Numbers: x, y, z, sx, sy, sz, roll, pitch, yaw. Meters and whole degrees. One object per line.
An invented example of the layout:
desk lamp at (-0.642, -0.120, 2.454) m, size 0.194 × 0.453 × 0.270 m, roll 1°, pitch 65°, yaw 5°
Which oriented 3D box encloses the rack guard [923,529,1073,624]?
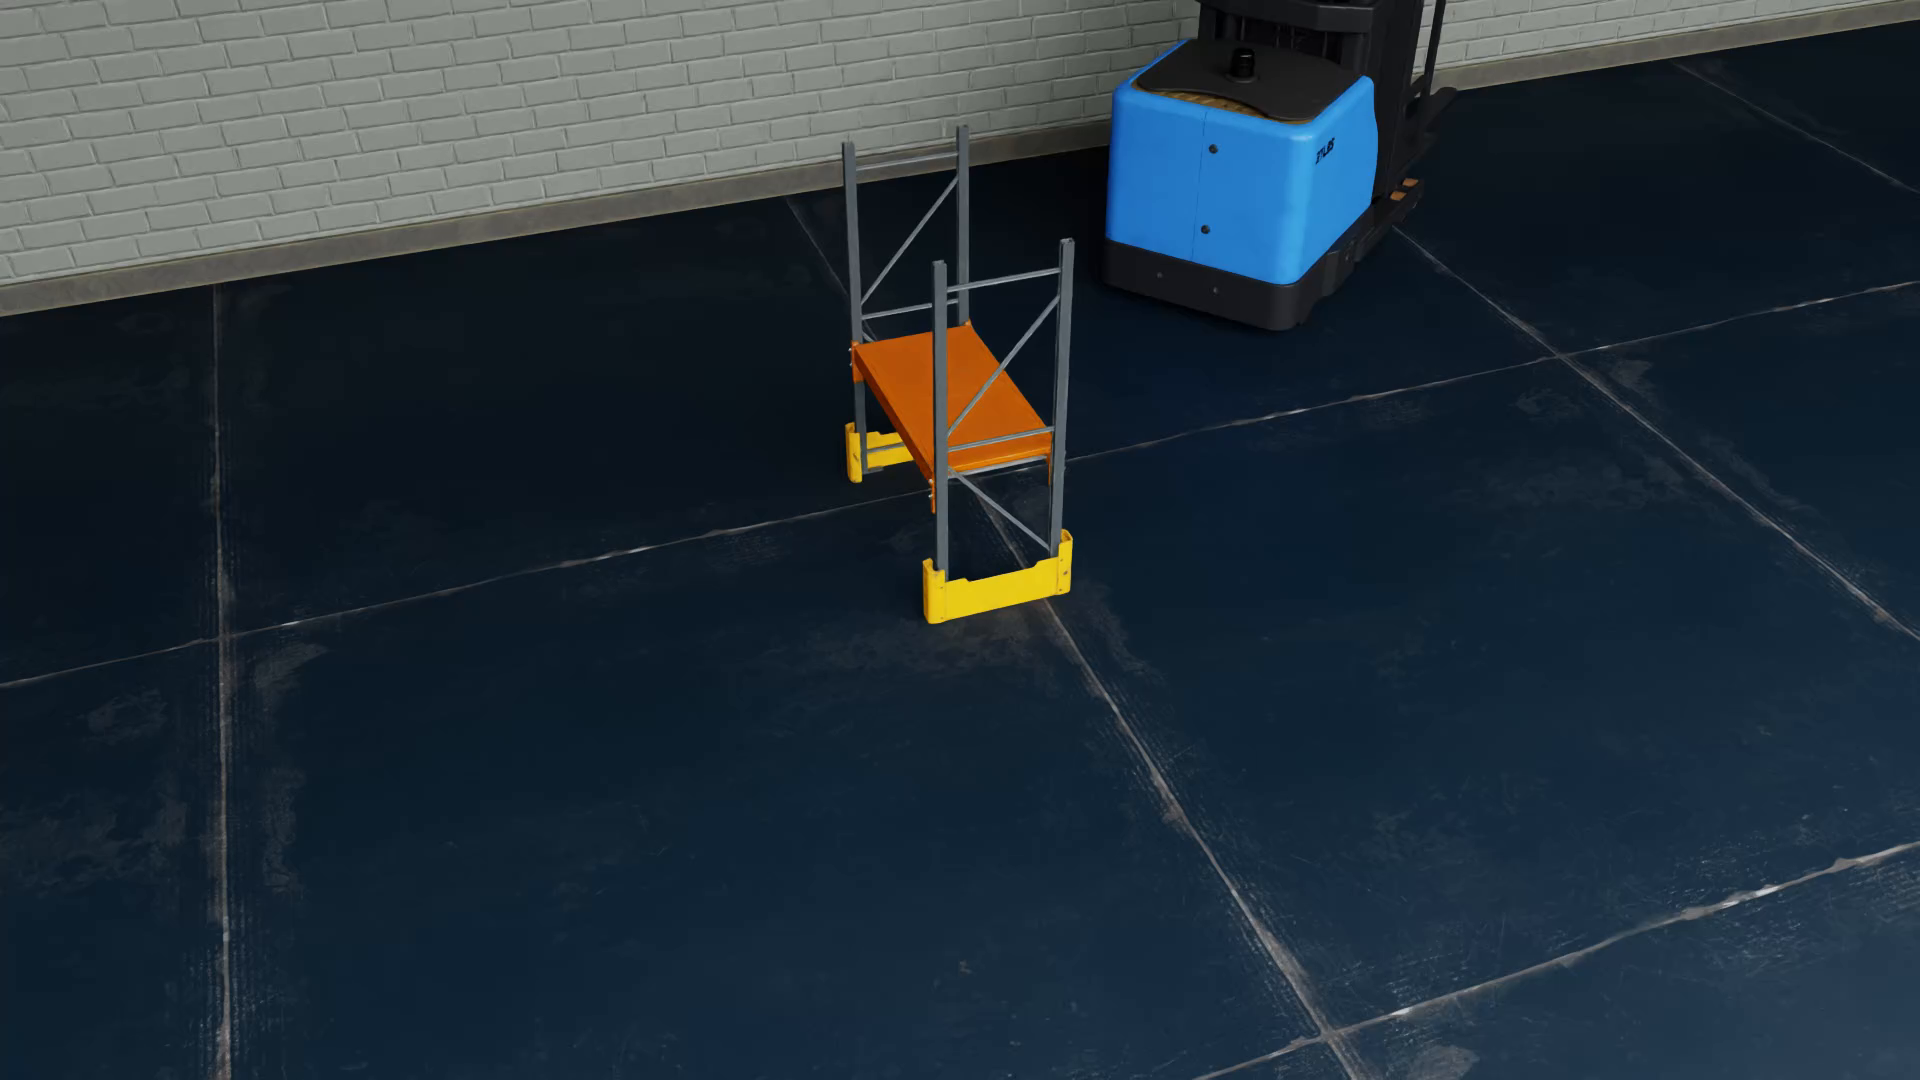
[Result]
rack guard at (0.145, 0.138, 6.358) m, size 0.587 × 0.250 × 0.087 m, roll -12°, pitch 39°, yaw -16°

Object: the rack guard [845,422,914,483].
rack guard at (-0.198, -0.424, 7.105) m, size 0.587 × 0.250 × 0.087 m, roll -12°, pitch 39°, yaw -16°

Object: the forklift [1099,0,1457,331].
forklift at (1.903, -3.031, 8.338) m, size 1.130 × 2.935 × 3.031 m, roll 20°, pitch 41°, yaw 25°

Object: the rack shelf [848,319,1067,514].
rack shelf at (-0.029, -0.504, 6.471) m, size 0.538 × 0.185 × 1.000 m, roll -12°, pitch 39°, yaw -16°

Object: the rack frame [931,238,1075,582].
rack frame at (0.146, -0.360, 5.981) m, size 0.500 × 1.500 × 0.032 m, roll -12°, pitch 39°, yaw -16°

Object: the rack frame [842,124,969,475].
rack frame at (-0.204, -0.934, 6.744) m, size 0.500 × 1.500 × 0.032 m, roll -12°, pitch 39°, yaw -16°

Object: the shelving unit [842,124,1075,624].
shelving unit at (-0.026, -0.642, 6.356) m, size 0.587 × 1.500 × 1.083 m, roll -12°, pitch 39°, yaw -16°
